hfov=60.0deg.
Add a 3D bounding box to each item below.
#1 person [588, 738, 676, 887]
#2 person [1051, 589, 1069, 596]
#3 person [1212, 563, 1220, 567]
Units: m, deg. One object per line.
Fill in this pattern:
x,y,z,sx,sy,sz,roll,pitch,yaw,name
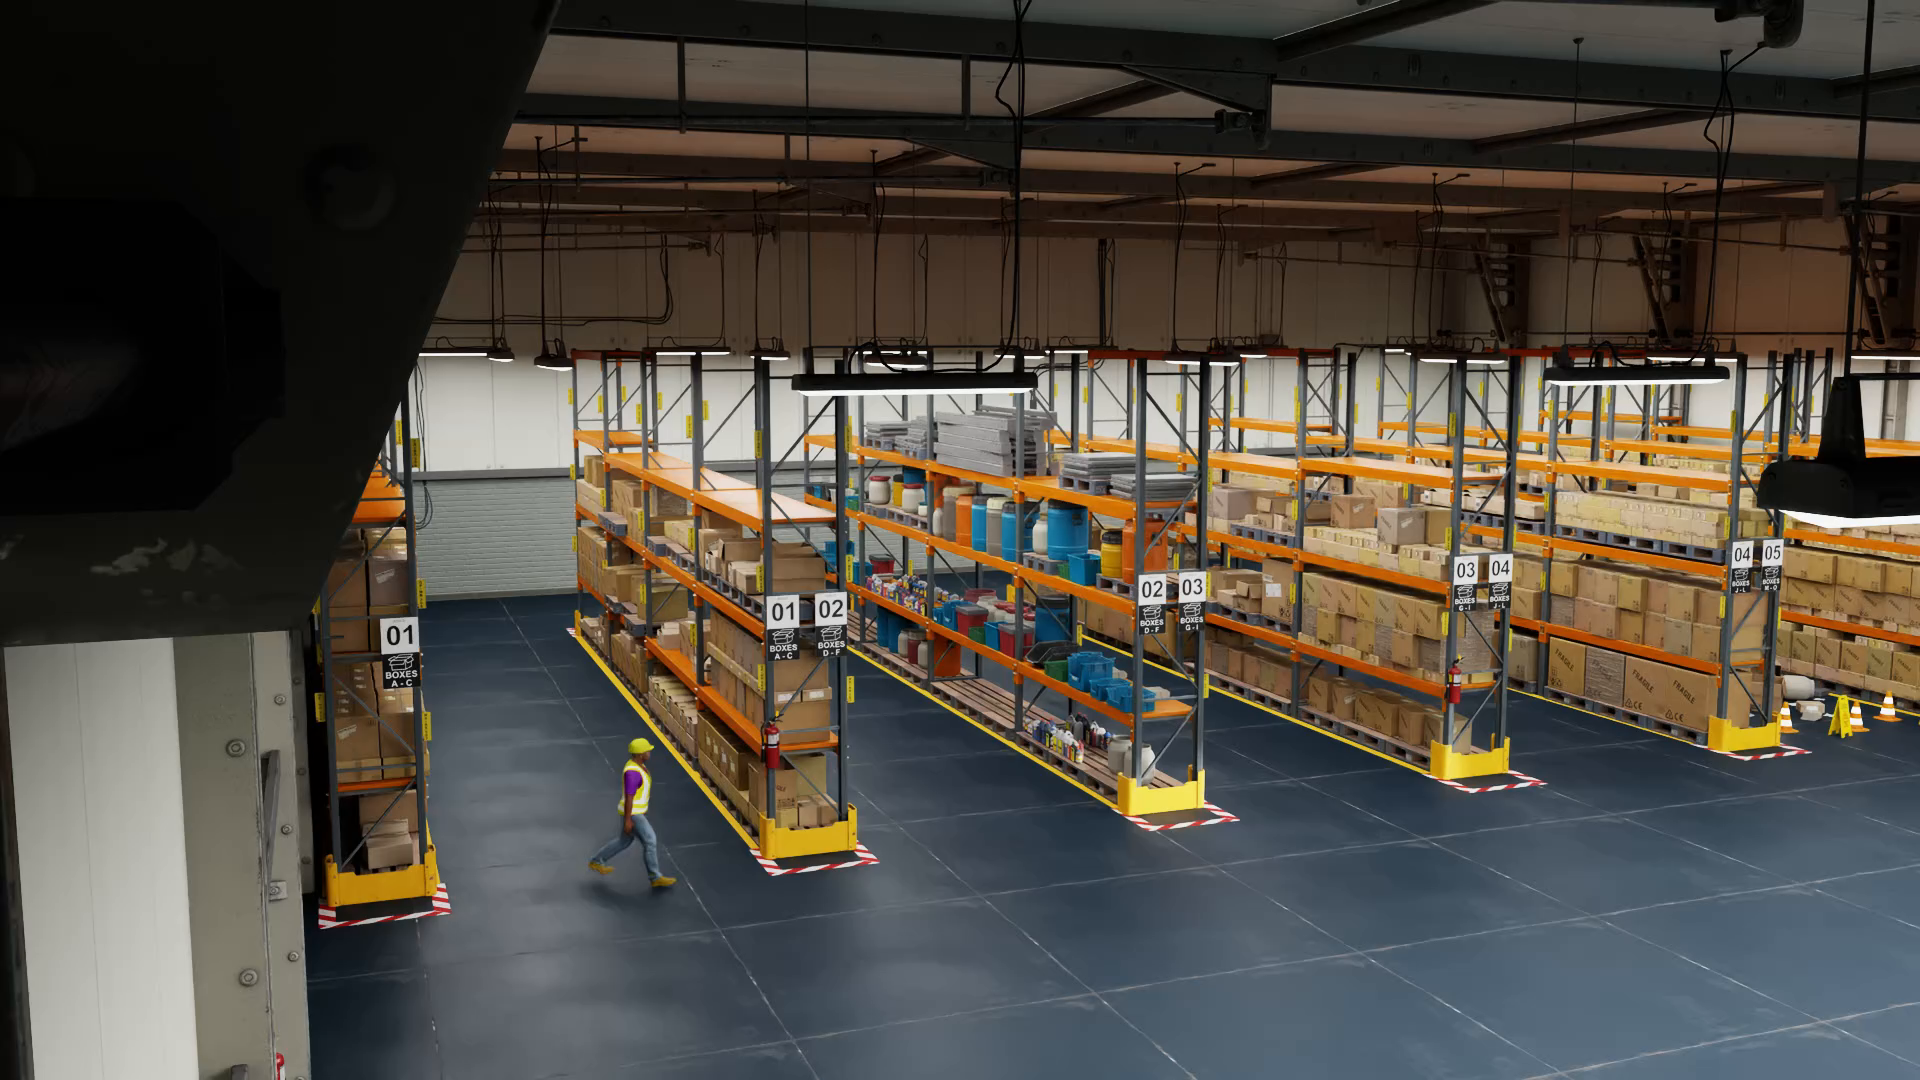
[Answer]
-3.784,3.115,19.105,1.081,1.719,0.581,0,7,4,person
1.882,1.537,31.307,0.654,1.560,0.746,-1,7,-10,person
5.263,1.279,34.095,0.436,1.610,1.058,-3,8,-24,person
